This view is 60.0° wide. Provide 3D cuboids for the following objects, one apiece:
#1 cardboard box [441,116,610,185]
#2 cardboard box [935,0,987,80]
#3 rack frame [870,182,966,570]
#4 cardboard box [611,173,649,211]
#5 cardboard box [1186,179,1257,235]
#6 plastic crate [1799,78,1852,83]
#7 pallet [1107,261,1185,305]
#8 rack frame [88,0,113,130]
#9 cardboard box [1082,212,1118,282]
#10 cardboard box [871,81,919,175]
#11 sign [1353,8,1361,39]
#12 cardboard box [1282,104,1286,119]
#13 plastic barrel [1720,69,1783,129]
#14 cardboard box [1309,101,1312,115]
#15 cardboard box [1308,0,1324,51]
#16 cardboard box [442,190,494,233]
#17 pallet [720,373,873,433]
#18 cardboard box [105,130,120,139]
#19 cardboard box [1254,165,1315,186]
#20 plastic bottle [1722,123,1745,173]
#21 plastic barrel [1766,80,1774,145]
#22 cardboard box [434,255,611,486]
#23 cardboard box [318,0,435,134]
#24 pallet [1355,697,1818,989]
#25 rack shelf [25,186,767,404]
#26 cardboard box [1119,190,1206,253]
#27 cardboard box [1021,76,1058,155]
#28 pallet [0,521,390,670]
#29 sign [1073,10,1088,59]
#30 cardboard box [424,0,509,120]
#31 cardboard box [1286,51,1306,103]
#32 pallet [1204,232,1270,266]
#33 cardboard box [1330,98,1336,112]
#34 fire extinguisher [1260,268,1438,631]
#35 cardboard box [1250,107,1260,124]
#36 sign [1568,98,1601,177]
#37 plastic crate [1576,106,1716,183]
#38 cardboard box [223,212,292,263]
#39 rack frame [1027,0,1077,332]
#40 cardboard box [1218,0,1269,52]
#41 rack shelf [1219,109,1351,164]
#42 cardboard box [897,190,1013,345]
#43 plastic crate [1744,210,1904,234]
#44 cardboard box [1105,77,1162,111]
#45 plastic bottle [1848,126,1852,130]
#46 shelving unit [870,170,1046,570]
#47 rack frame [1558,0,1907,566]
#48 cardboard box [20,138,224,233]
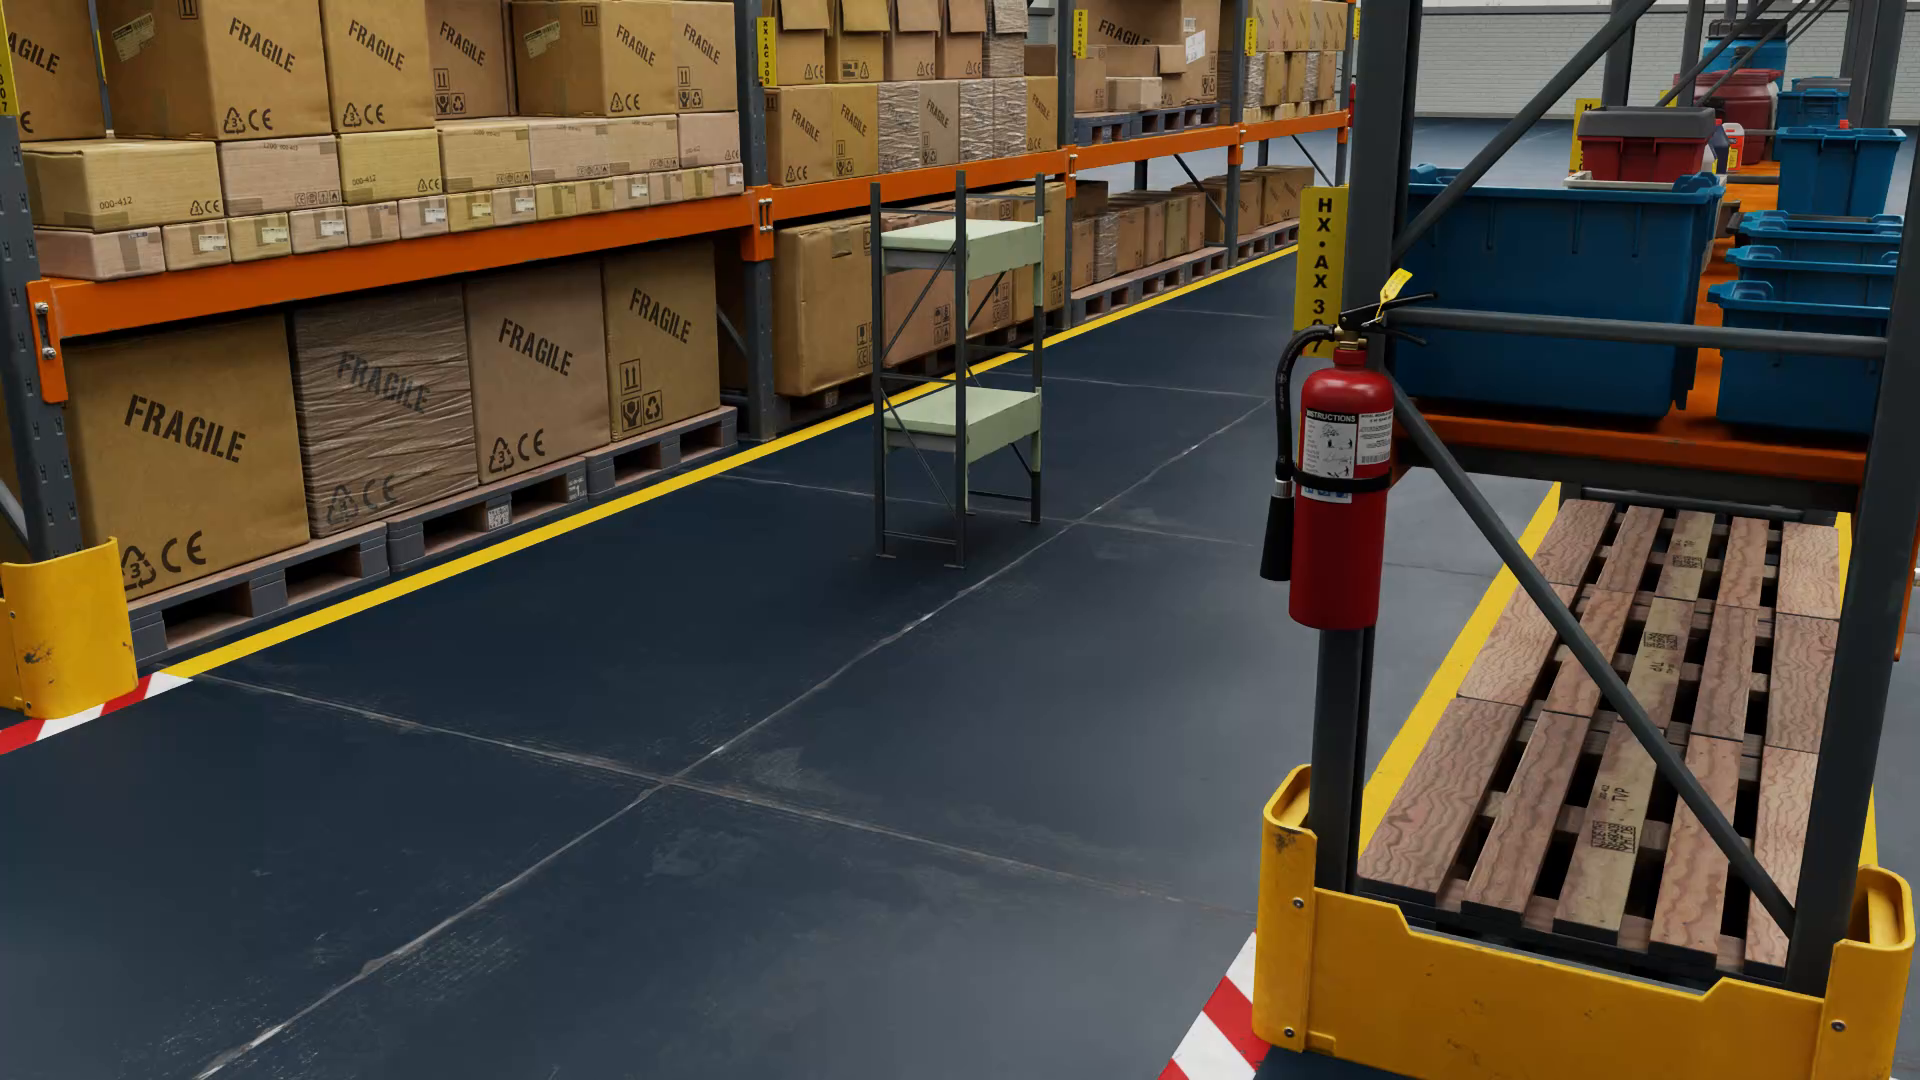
[{"bbox_3d":[-1.868,-1.680,7.153,0.500,0.250,0.500,9,19,26],"label":"cardboard box"},{"bbox_3d":[-0.296,-3.215,10.644,0.797,0.503,0.637,9,19,27],"label":"cardboard box"},{"bbox_3d":[-0.161,-0.627,6.503,0.400,1.500,0.023,8,18,25],"label":"rack frame"},{"bbox_3d":[-1.636,-1.581,7.521,0.380,0.149,0.250,8,19,26],"label":"cardboard box"},{"bbox_3d":[2.590,-3.302,16.525,0.500,0.500,0.500,16,23,43],"label":"cardboard box"},{"bbox_3d":[6.615,-3.293,12.732,0.402,0.464,0.583,8,18,25],"label":"plastic crate"},{"bbox_3d":[1.236,-2.208,14.087,1.003,0.211,1.213,8,18,25],"label":"pallet"},{"bbox_3d":[-5.840,-2.674,10.759,1.000,3.000,0.127,8,18,25],"label":"rack frame"},{"bbox_3d":[0.857,-2.365,13.336,0.700,0.500,0.500,6,18,21],"label":"cardboard box"},{"bbox_3d":[-0.571,-2.406,9.682,0.500,0.500,0.500,8,18,24],"label":"cardboard box"},{"bbox_3d":[4.402,-5.705,18.374,0.100,0.325,0.005,8,18,25],"label":"sign"},{"bbox_3d":[3.028,-4.273,16.583,0.380,0.149,0.250,8,18,25],"label":"cardboard box"},{"bbox_3d":[5.934,-3.274,12.541,0.433,0.535,0.433,0,17,0],"label":"plastic barrel"},{"bbox_3d":[3.519,-4.601,17.687,0.380,0.149,0.250,8,18,25],"label":"cardboard box"},{"bbox_3d":[3.445,-5.317,17.204,0.500,0.500,0.500,8,18,25],"label":"cardboard box"},{"bbox_3d":[-2.095,-1.318,6.636,0.380,0.149,0.250,8,18,24],"label":"cardboard box"},{"bbox_3d":[-1.171,-0.887,9.639,1.003,0.211,1.213,8,18,25],"label":"pallet"},{"bbox_3d":[-3.029,-1.355,6.061,0.500,0.250,0.500,8,18,24],"label":"cardboard box"},{"bbox_3d":[3.620,-3.920,18.607,0.500,0.500,0.500,12,20,36],"label":"cardboard box"},{"bbox_3d":[4.424,-2.258,9.577,0.152,0.276,0.135,8,18,25],"label":"plastic bottle"},{"bbox_3d":[5.227,-2.856,11.176,0.421,0.512,0.421,0,17,0],"label":"plastic barrel"},{"bbox_3d":[-2.217,-0.813,7.487,0.875,0.875,0.875,8,18,25],"label":"cardboard box"},{"bbox_3d":[-2.330,-1.777,6.162,0.500,0.500,0.500,8,18,24],"label":"cardboard box"},{"bbox_3d":[1.599,0.763,4.084,1.003,0.211,1.213,8,18,25],"label":"pallet"},{"bbox_3d":[-2.342,-1.163,6.935,1.077,0.370,4.000,8,18,25],"label":"rack shelf"},{"bbox_3d":[1.833,-2.914,15.185,0.700,0.500,0.500,7,18,21],"label":"cardboard box"},{"bbox_3d":[0.340,-2.927,11.435,0.500,0.500,0.500,9,19,27],"label":"cardboard box"},{"bbox_3d":[-2.948,0.125,6.234,1.003,0.211,1.213,8,18,25],"label":"pallet"},{"bbox_3d":[0.837,-3.521,11.579,0.100,0.325,0.005,8,18,25],"label":"sign"},{"bbox_3d":[-2.346,-2.100,7.252,0.500,0.500,0.500,7,18,24],"label":"cardboard box"},{"bbox_3d":[3.032,-4.737,17.008,0.875,0.500,0.500,8,18,25],"label":"cardboard box"},{"bbox_3d":[2.395,-2.894,16.397,1.003,0.211,1.213,8,18,25],"label":"pallet"},{"bbox_3d":[3.971,-4.855,18.542,0.380,0.149,0.250,8,18,25],"label":"cardboard box"},{"bbox_3d":[0.722,-0.172,3.126,0.296,0.674,0.183,8,18,25],"label":"fire extinguisher"},{"bbox_3d":[2.615,-4.013,15.709,0.380,0.149,0.250,8,18,25],"label":"cardboard box"},{"bbox_3d":[2.492,-1.590,6.624,0.100,0.325,0.005,8,18,25],"label":"sign"},{"bbox_3d":[2.360,-1.251,5.751,0.402,0.464,0.583,8,18,25],"label":"plastic crate"},{"bbox_3d":[-2.554,-1.057,5.757,0.380,0.149,0.250,8,18,24],"label":"cardboard box"},{"bbox_3d":[0.339,-3.036,11.978,1.000,3.000,0.127,8,18,25],"label":"rack frame"},{"bbox_3d":[2.555,-4.807,15.487,0.500,0.500,0.500,8,18,25],"label":"cardboard box"},{"bbox_3d":[3.020,-4.220,17.226,1.077,0.370,4.000,8,18,25],"label":"rack shelf"},{"bbox_3d":[-0.393,-1.820,10.877,1.225,0.875,0.875,8,18,26],"label":"cardboard box"},{"bbox_3d":[2.323,-0.750,4.469,0.416,0.233,0.300,8,18,25],"label":"plastic crate"},{"bbox_3d":[1.294,-3.563,13.279,0.500,0.250,0.500,8,18,24],"label":"cardboard box"},{"bbox_3d":[4.868,-2.134,9.146,0.061,0.283,0.133,8,18,25],"label":"plastic bottle"},{"bbox_3d":[0.003,-0.721,6.817,0.431,1.500,0.755,8,18,25],"label":"shelving unit"},{"bbox_3d":[2.983,-1.387,6.426,1.000,3.000,0.127,8,18,25],"label":"rack frame"},{"bbox_3d":[-2.779,-1.157,5.393,0.500,0.250,0.500,8,18,24],"label":"cardboard box"}]
